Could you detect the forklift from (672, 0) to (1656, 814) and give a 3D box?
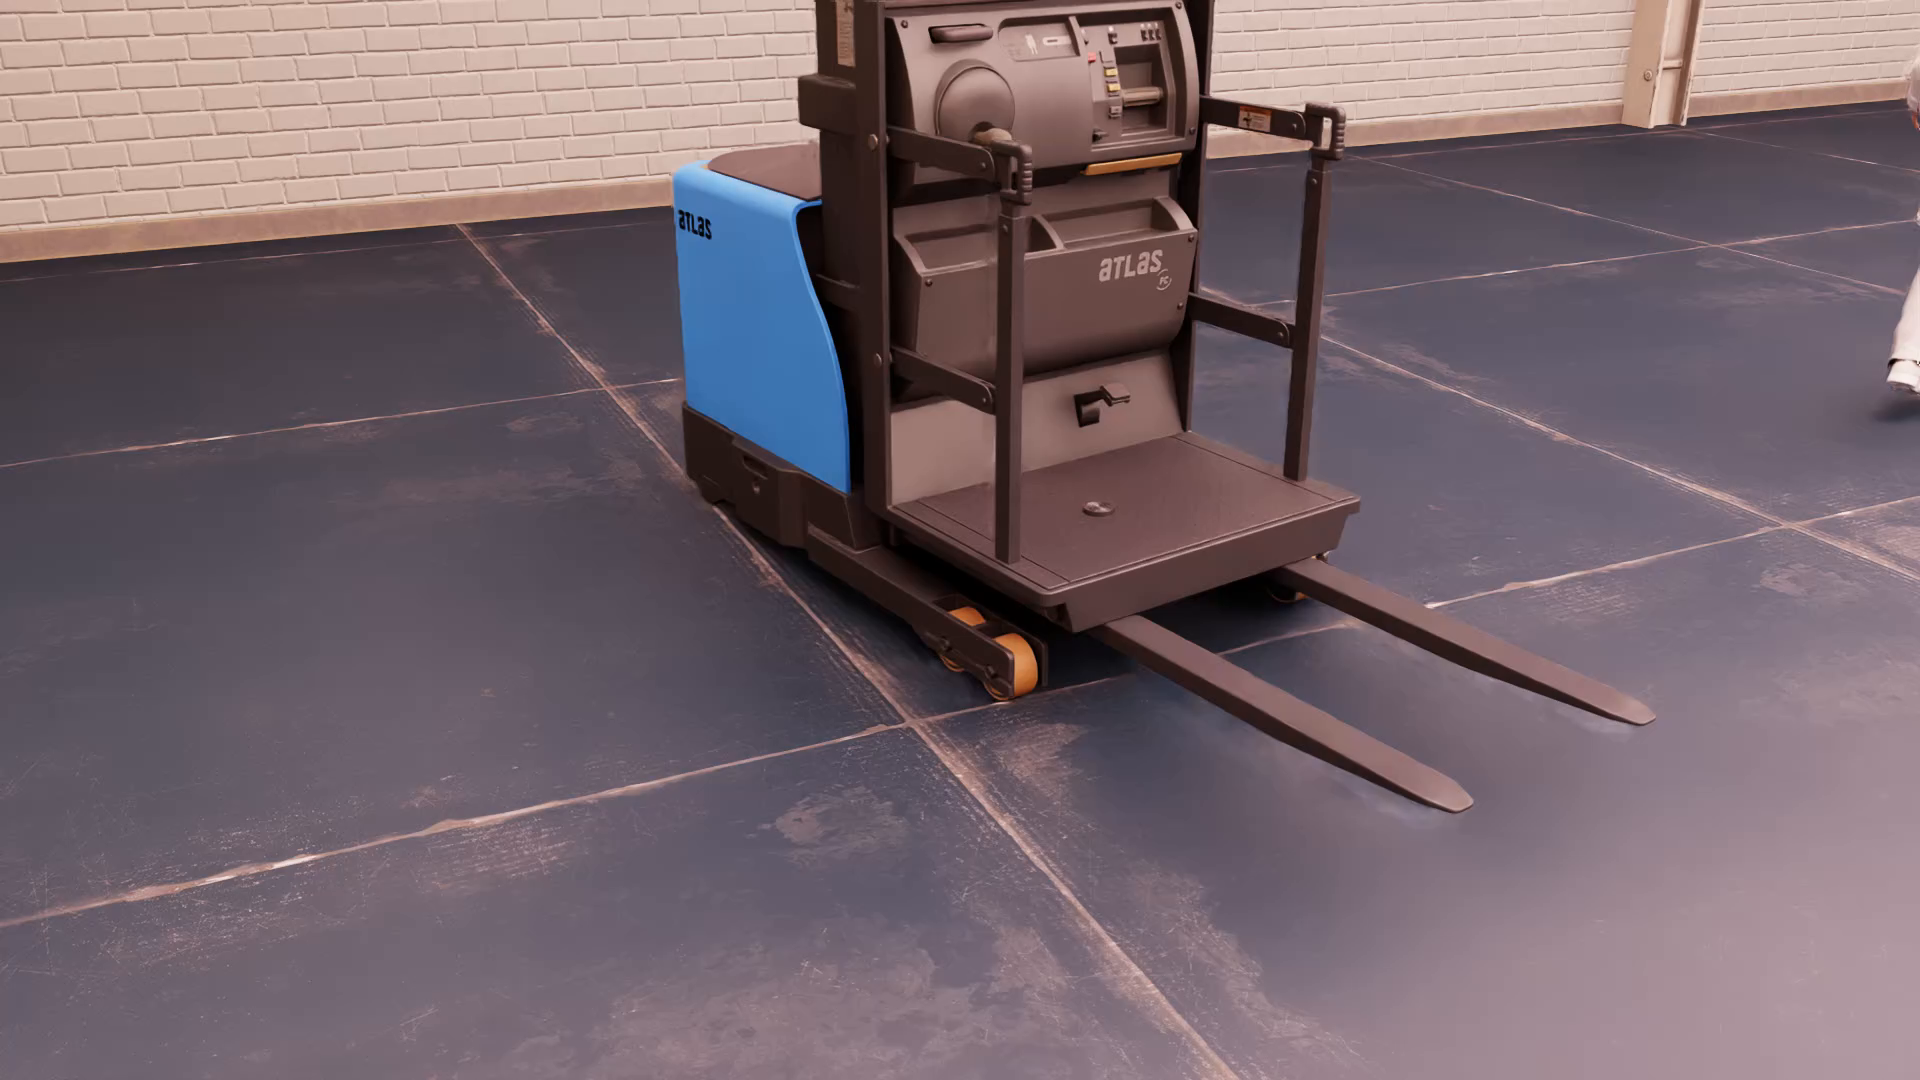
[{"bbox_3d":[0.364,-1.164,4.088,1.130,2.935,3.031,-15,27,-32],"label":"forklift"}]

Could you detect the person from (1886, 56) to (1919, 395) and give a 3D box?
[{"bbox_3d":[3.814,-1.327,6.023,0.782,1.761,0.948,-20,30,-40],"label":"person"}]
